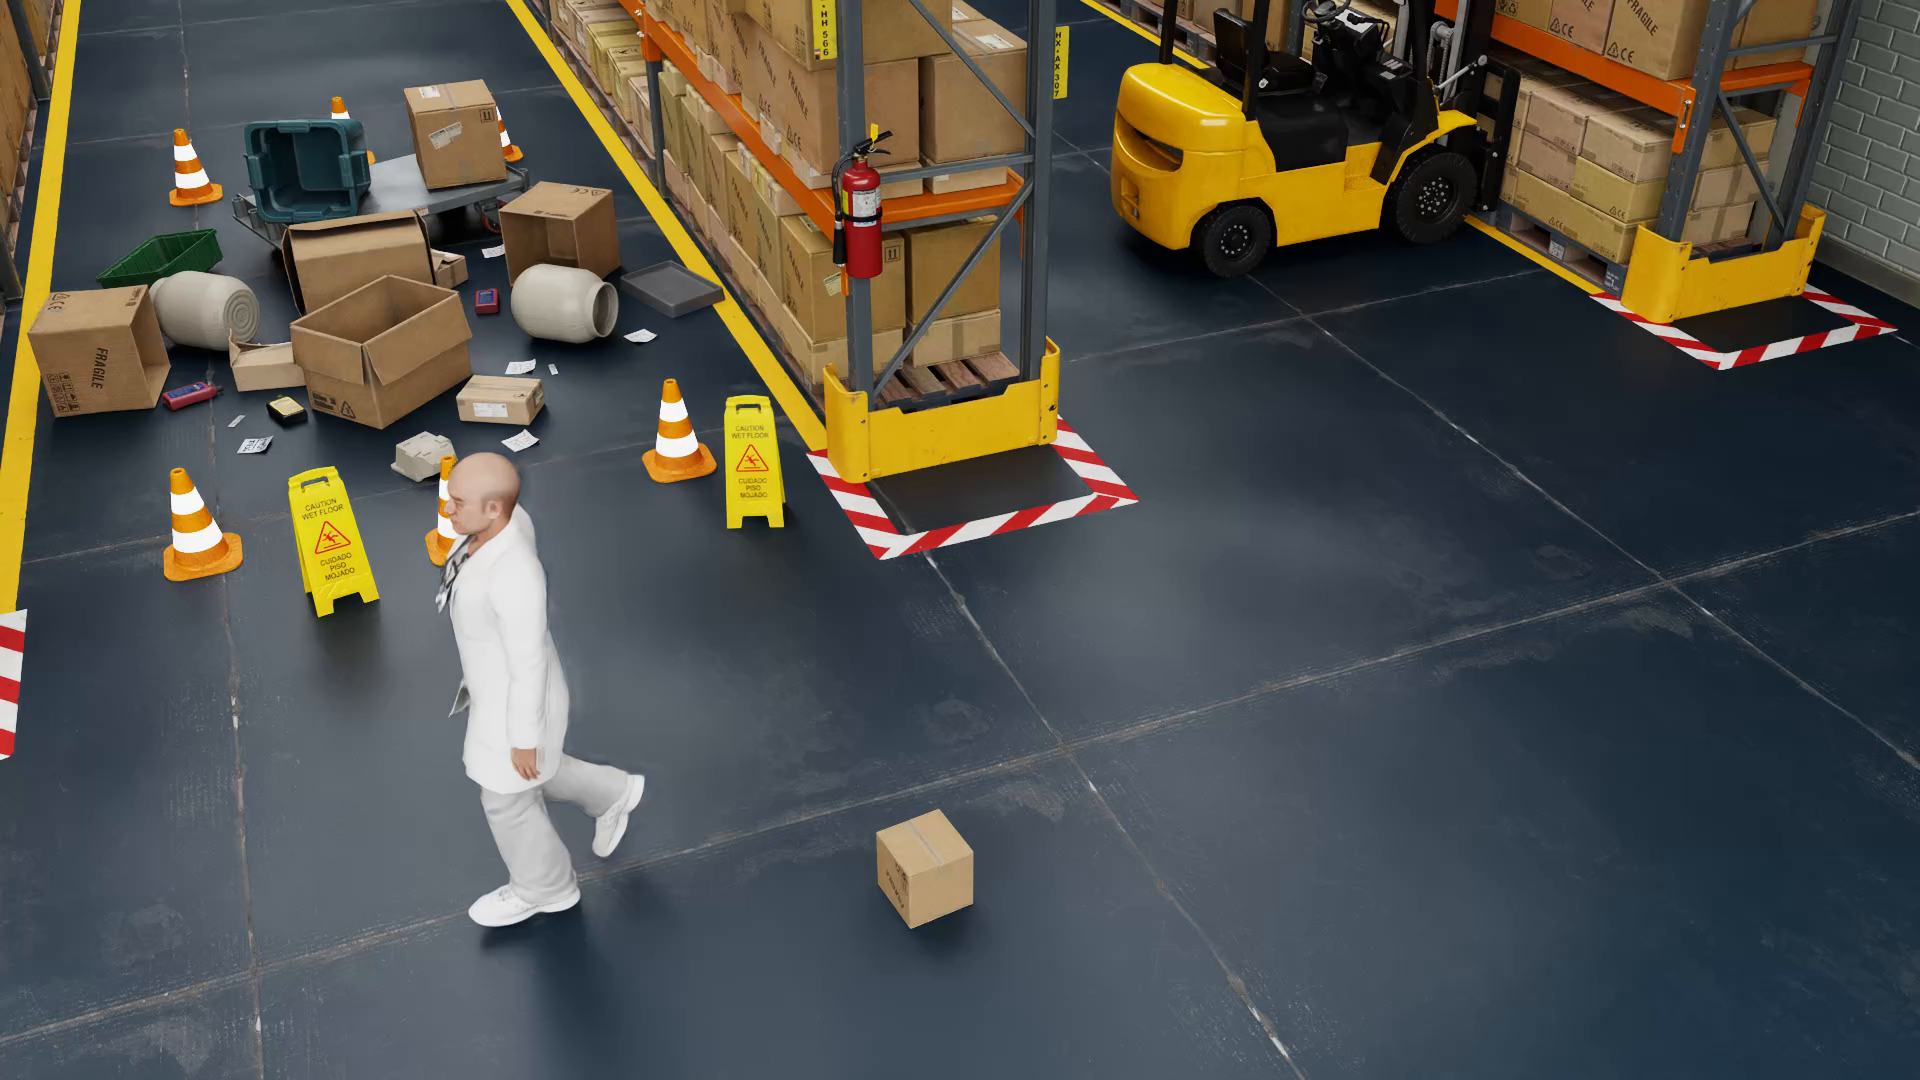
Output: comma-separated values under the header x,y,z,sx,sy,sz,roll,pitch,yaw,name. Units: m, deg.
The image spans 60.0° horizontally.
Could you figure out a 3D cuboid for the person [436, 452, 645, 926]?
x,y,z,sx,sy,sz,roll,pitch,yaw,name
-1.386,0.483,5.361,0.660,1.766,0.599,-11,35,-16,person
